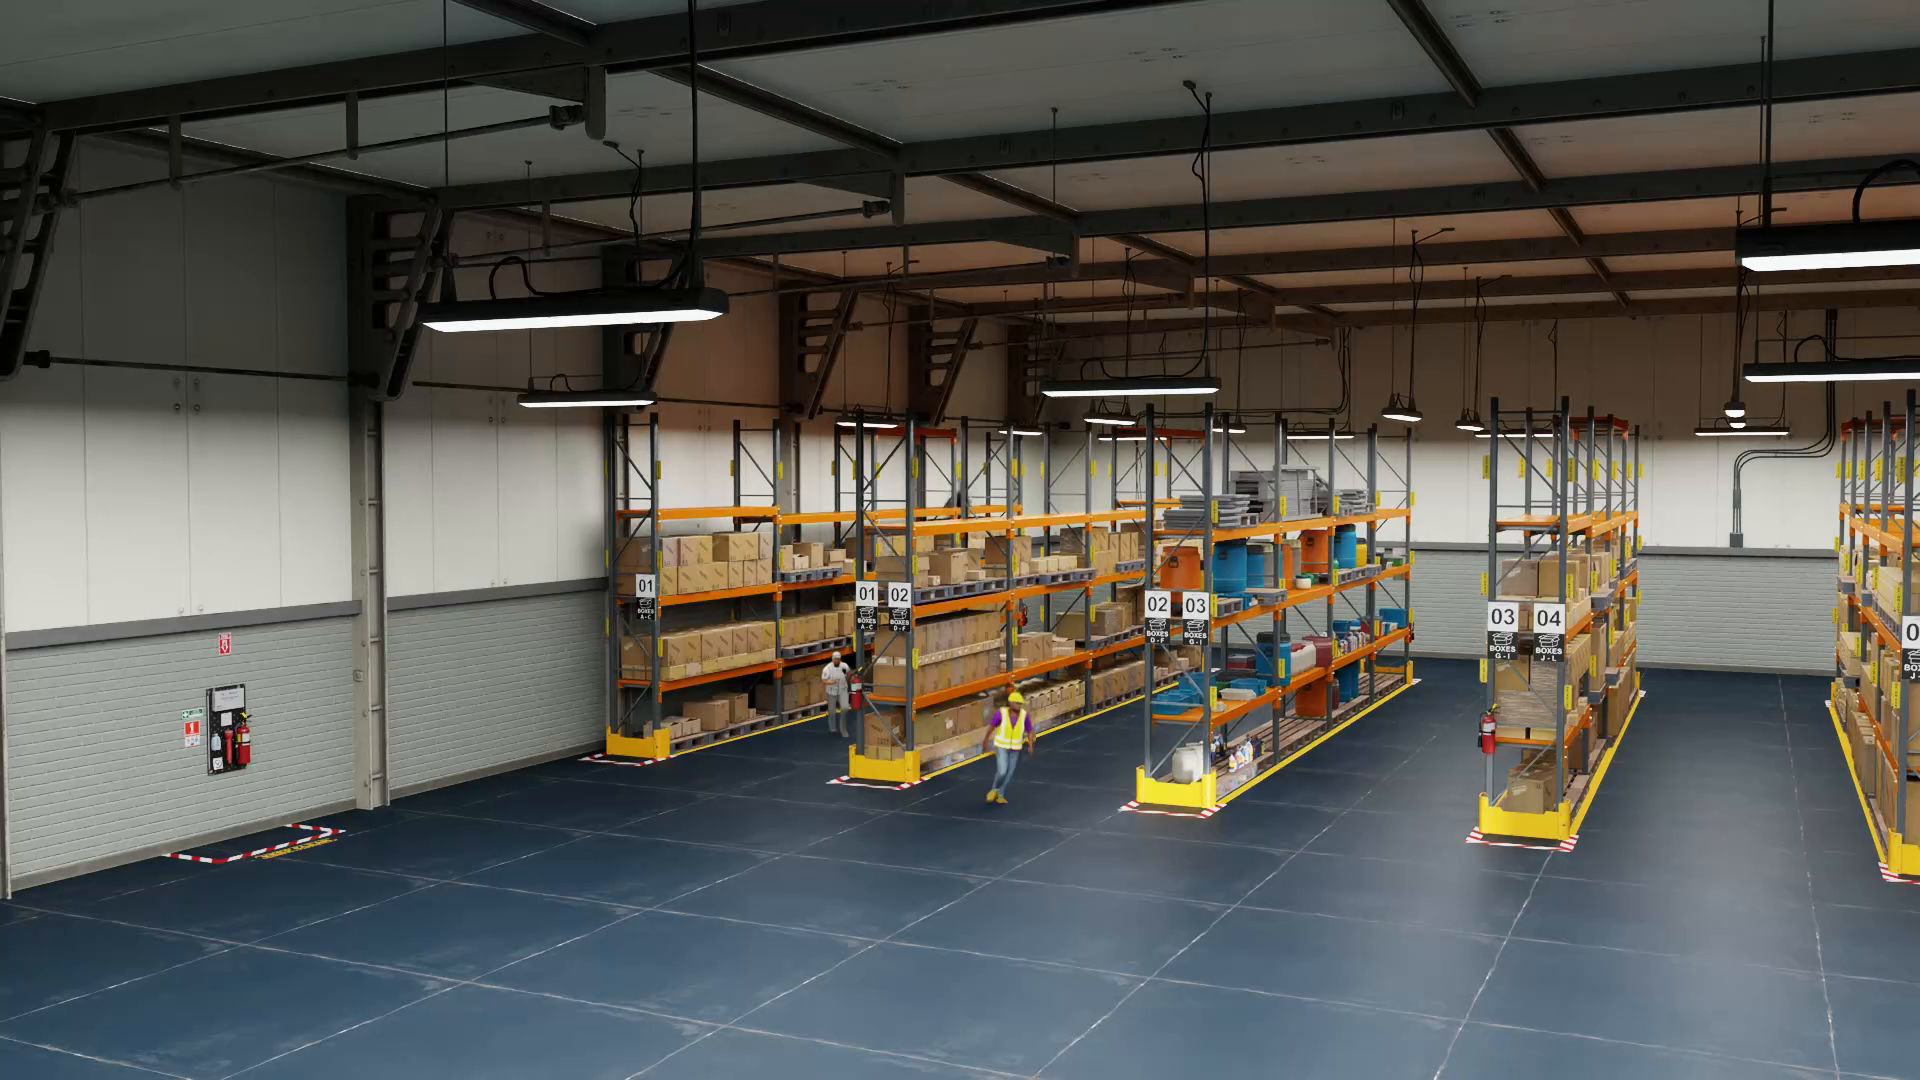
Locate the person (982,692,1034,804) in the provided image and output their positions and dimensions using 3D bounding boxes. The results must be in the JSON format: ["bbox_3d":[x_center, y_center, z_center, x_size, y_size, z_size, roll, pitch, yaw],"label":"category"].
[{"bbox_3d":[0.739,3.097,24.786,0.675,1.707,0.689,-1,3,-17],"label":"person"}]

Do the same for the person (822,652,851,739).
[{"bbox_3d":[-2.303,2.891,31.212,0.606,1.637,0.934,0,2,-8],"label":"person"}]
